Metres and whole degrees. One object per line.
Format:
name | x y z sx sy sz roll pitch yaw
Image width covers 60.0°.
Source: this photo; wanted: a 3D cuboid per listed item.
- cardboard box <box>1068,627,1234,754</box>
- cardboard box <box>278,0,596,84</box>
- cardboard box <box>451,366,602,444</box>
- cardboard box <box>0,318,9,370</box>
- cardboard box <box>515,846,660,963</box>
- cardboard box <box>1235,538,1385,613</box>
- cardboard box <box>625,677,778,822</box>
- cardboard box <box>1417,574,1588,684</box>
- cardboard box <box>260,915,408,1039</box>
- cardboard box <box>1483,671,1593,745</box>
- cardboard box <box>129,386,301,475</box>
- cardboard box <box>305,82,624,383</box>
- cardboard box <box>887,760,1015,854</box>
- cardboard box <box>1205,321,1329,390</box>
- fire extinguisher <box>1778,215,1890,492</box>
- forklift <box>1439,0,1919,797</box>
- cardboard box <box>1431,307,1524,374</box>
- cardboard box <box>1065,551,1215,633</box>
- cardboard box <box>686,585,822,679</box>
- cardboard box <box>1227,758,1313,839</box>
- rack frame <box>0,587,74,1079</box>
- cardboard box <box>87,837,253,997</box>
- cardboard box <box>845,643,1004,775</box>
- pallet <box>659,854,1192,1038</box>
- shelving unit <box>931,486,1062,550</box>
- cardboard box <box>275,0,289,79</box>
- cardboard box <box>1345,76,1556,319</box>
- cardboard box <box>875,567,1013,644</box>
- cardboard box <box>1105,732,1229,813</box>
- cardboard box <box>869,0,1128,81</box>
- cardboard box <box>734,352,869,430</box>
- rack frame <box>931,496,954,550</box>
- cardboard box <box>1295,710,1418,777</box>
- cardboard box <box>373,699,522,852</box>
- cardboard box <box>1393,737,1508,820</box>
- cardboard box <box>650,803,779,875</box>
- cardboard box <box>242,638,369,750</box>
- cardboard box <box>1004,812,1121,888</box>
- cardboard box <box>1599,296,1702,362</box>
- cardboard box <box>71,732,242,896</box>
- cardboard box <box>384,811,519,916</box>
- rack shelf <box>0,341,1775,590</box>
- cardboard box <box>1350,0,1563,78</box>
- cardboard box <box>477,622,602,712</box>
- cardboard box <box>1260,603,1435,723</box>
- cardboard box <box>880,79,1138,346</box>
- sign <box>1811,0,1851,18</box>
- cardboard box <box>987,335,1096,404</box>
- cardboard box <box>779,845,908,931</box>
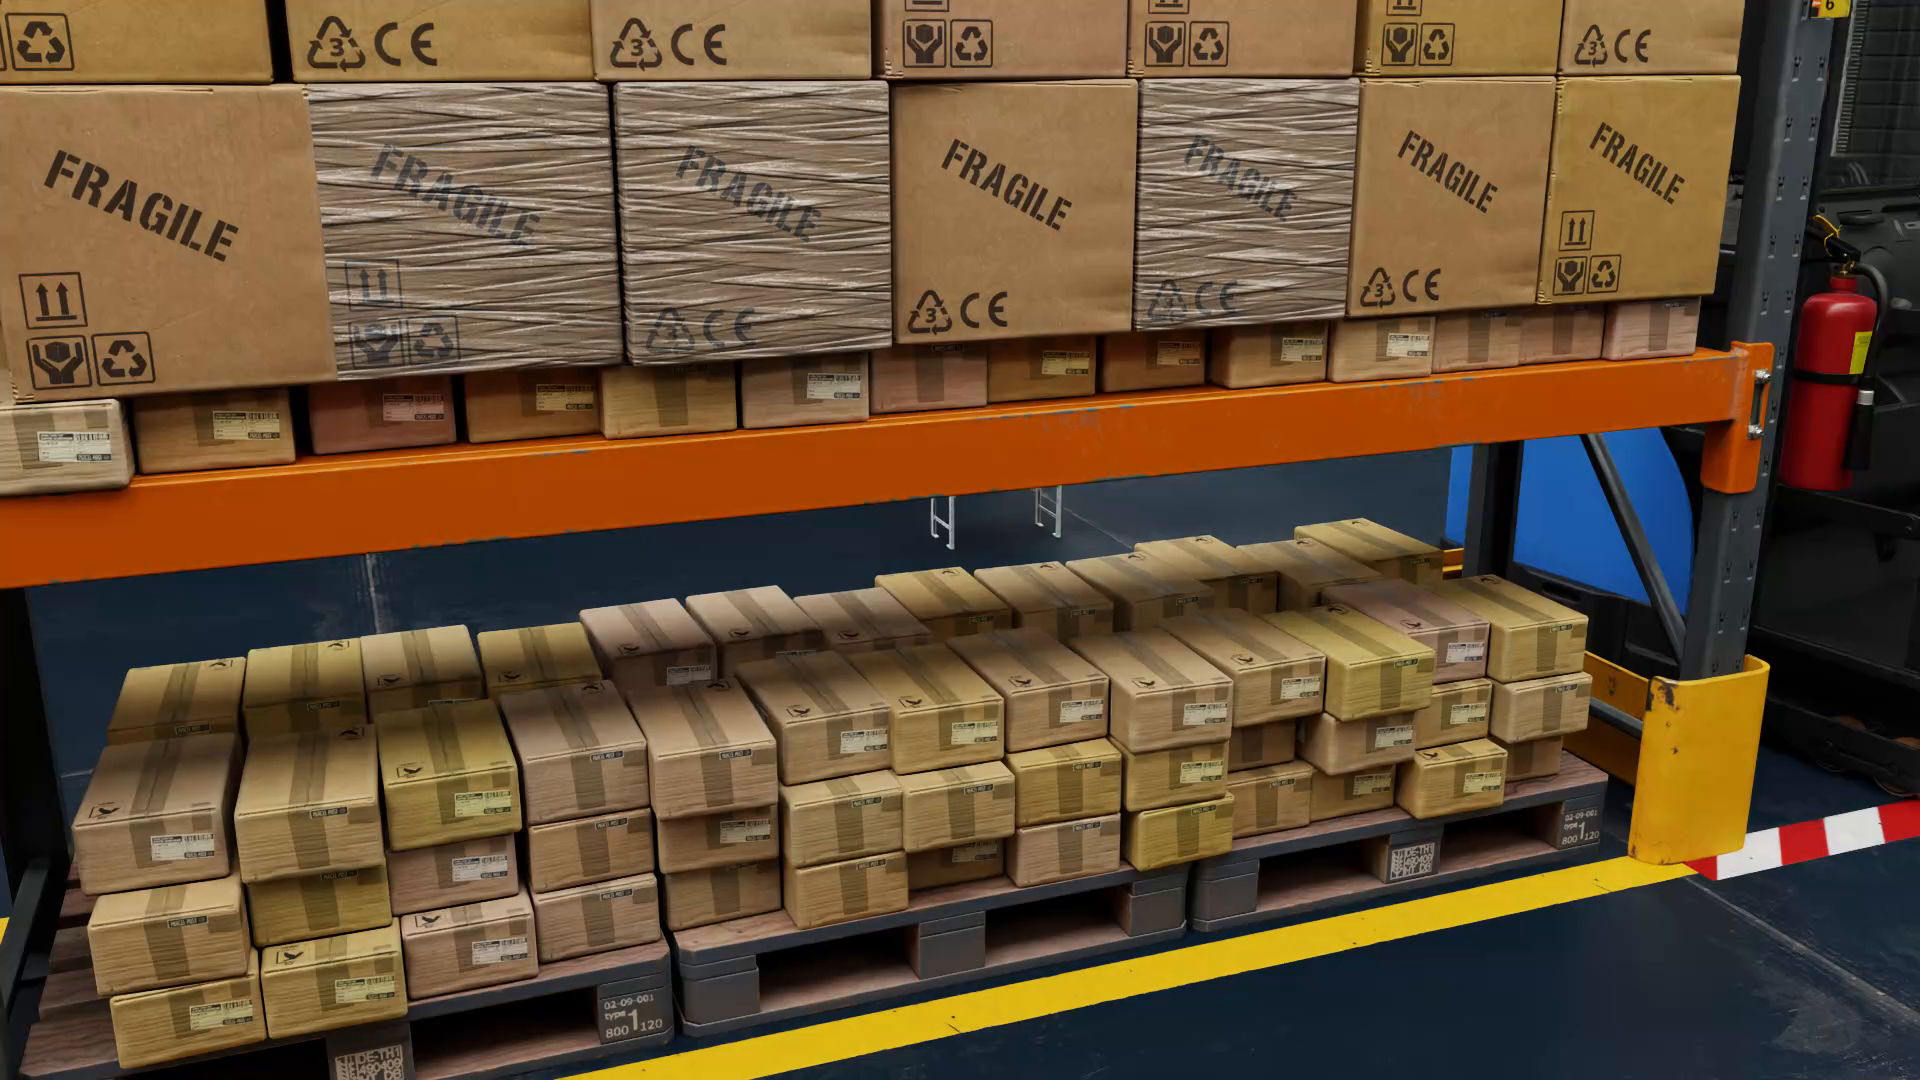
cardboard box | 0.435 0.343 3.864 0.250 0.149 0.380 -5 17 -18
cardboard box | -0.963 -1.083 2.984 0.500 0.500 0.500 -7 18 -22
cardboard box | -0.868 -0.309 3.274 0.250 0.149 0.380 -7 18 -23
cardboard box | -4.221 -0.803 7.533 0.875 0.875 1.225 -6 17 -20
cardboard box | -0.814 0.735 3.587 0.250 0.149 0.380 -7 18 -21
cardboard box | 0.960 0.125 4.606 0.250 0.149 0.380 -6 17 -19
cardboard box | -0.555 0.438 3.540 0.250 0.149 0.380 -6 17 -19
cardboard box | 1.382 0.222 4.275 0.250 0.149 0.380 -6 17 -19
cardboard box | -1.246 0.812 3.323 0.250 0.149 0.380 -6 17 -18
cardboard box | 1.395 0.373 4.289 0.250 0.149 0.380 -7 18 -22
cardboard box | -1.353 -0.243 3.047 0.250 0.149 0.380 -6 17 -18
cardboard box | -0.938 -0.601 3.117 0.500 0.500 0.500 -6 17 -20
cardboard box | -0.062 0.538 3.729 0.250 0.149 0.380 -6 17 -20
cardboard box | 0.621 -0.456 3.772 0.250 0.149 0.380 -7 18 -23
fire extinguisher | 2.186 -0.466 4.162 0.183 0.674 0.296 -6 17 -20
forklift | 2.931 -0.836 4.743 1.130 2.935 3.031 -10 19 -29
cardboard box | 1.108 -0.506 3.944 0.250 0.149 0.380 -6 18 -21
cardboard box | 0.477 0.164 4.475 0.250 0.149 0.380 -7 18 -23
cardboard box | -0.519 0.251 4.180 0.250 0.149 0.380 -7 18 -22
cardboard box | 0.661 0.581 4.112 0.250 0.149 0.380 -6 17 -20
rack frame | -1.950 -0.375 3.052 0.127 3.000 1.000 -6 17 -20
cardboard box | -1.497 0.696 3.191 0.250 0.149 0.380 -5 17 -18
cardboard box | -0.085 0.375 3.757 0.250 0.149 0.380 -6 17 -20
pallet | -0.194 0.762 4.130 1.213 0.211 1.003 -6 17 -20
shelving unit | 0.155 -0.592 6.986 0.503 1.200 0.258 -6 17 -20
cardboard box | -1.608 -1.164 3.259 0.500 0.500 0.500 -7 18 -22
cardboard box | 0.975 -0.806 3.813 0.500 0.500 0.500 -6 18 -21
cardboard box | -0.047 0.204 4.339 0.250 0.149 0.380 -6 17 -19
cardboard box | 0.431 0.482 3.920 0.250 0.149 0.380 -6 17 -19
cardboard box | -0.001 -1.177 3.304 0.500 0.500 0.500 -7 18 -22
cardboard box | -0.356 -0.343 3.387 0.250 0.149 0.380 -5 17 -18
rack frame | -0.073 -0.568 6.902 0.015 1.200 0.240 -6 17 -20
cardboard box | 0.910 0.426 4.109 0.250 0.149 0.380 -7 18 -22
cardboard box | -1.057 0.475 3.416 0.250 0.149 0.380 -6 18 -21
cardboard box | 1.165 0.548 4.221 0.250 0.149 0.380 -6 17 -18
cardboard box | -0.560 0.565 3.637 0.250 0.149 0.380 -5 17 -18
cardboard box | -1.486 0.365 3.790 0.250 0.149 0.380 -6 17 -19
cardboard box | 0.183 0.645 3.892 0.250 0.149 0.380 -6 17 -19
cardboard box | 1.582 -0.551 4.096 0.250 0.149 0.380 -6 17 -20
cardboard box | -1.554 0.525 3.244 0.250 0.149 0.380 -5 17 -18
cardboard box | -1.078 0.613 3.474 0.250 0.149 0.380 -6 17 -20
rack shelf | -0.082 -0.232 3.840 4.000 0.370 1.077 -6 17 -20
cardboard box | 0.974 -1.286 3.675 0.500 0.500 0.500 -7 18 -22
cardboard box | -0.986 0.333 3.901 0.250 0.149 0.380 -6 17 -18
cardboard box | 0.930 0.292 4.038 0.250 0.149 0.380 -7 18 -21
cardboard box | 0.036 -0.704 3.468 0.500 0.500 0.500 -5 17 -17
sign | 1.965 -1.338 3.714 0.005 0.325 0.100 -6 17 -20
cardboard box | 0.106 -0.413 3.627 0.250 0.149 0.380 -6 17 -19
cardboard box | -0.298 0.697 3.714 0.250 0.149 0.380 -7 18 -22
